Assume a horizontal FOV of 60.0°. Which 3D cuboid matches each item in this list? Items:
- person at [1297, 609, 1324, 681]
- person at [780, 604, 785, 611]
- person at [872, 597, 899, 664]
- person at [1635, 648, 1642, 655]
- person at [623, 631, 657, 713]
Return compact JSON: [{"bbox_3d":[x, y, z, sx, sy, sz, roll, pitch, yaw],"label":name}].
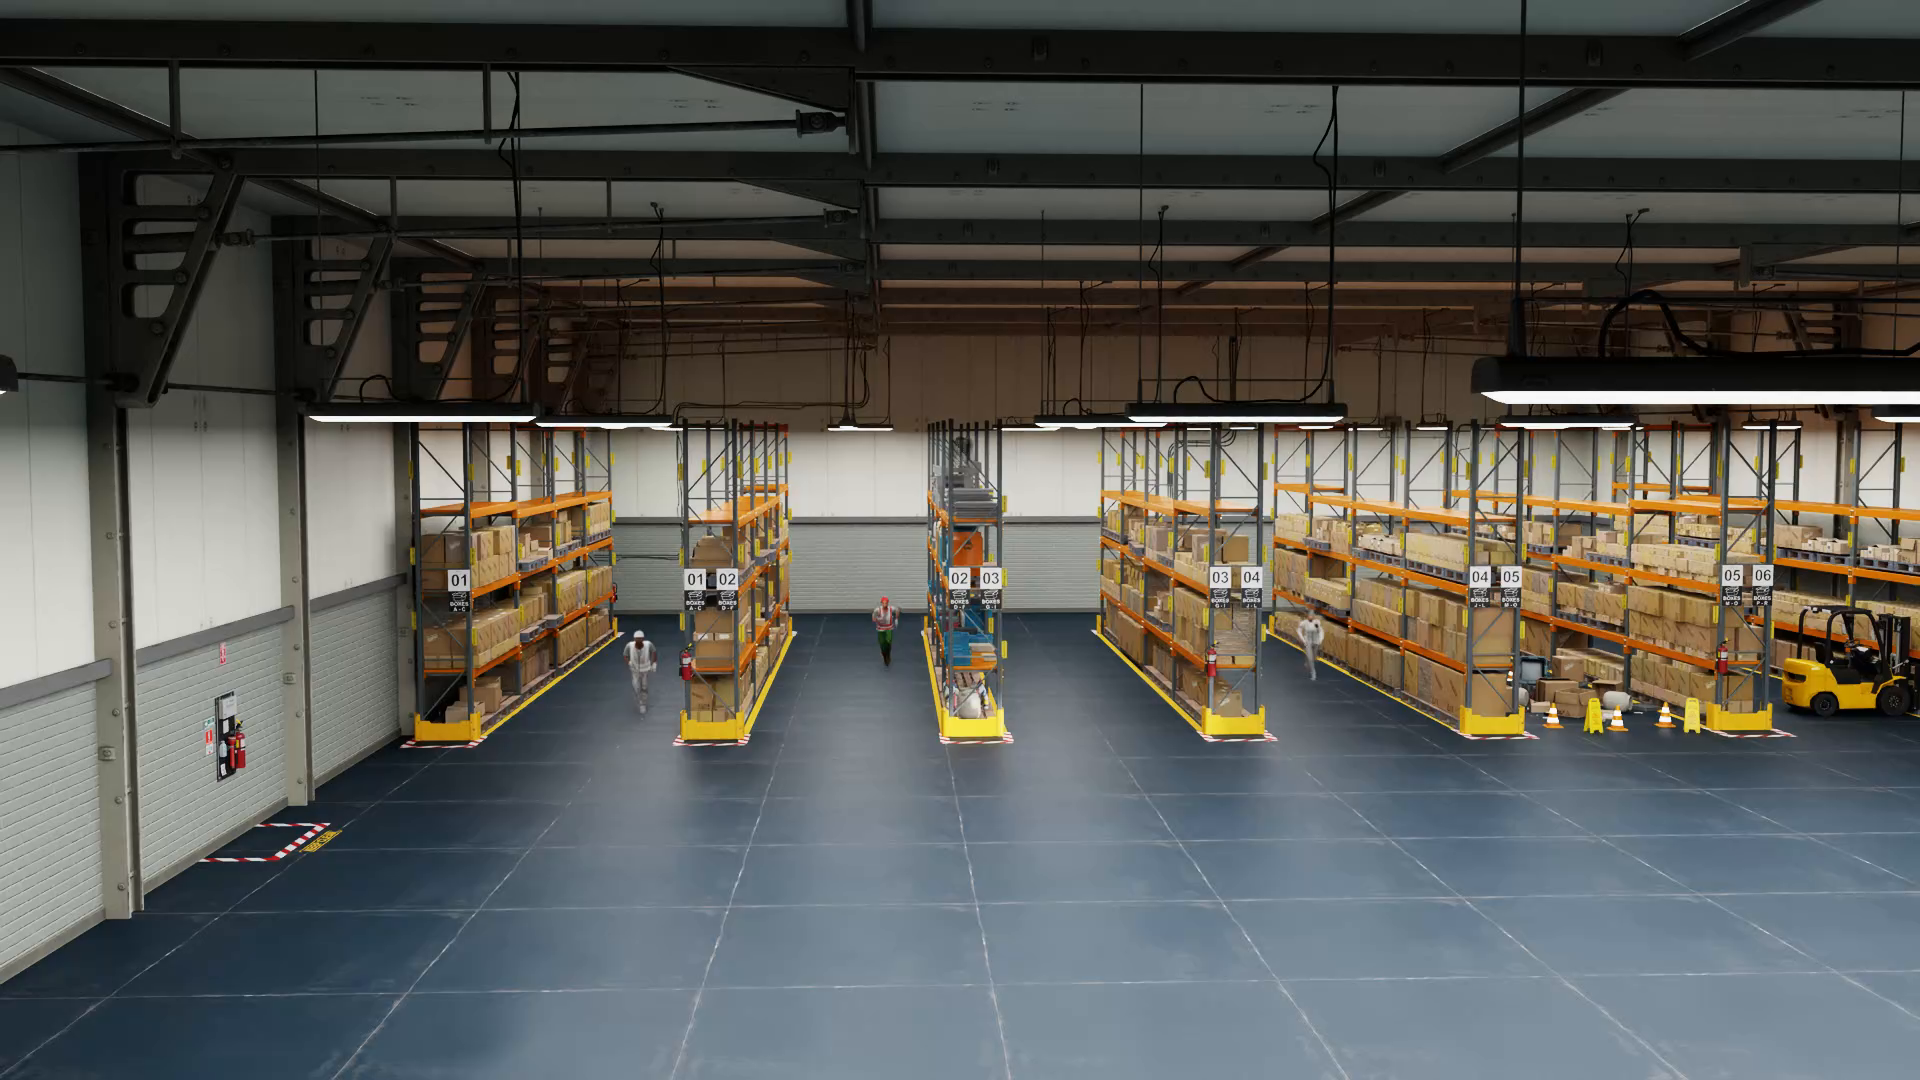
[{"bbox_3d":[8.197,2.432,38.942,0.626,1.678,0.873,0,4,-2],"label":"person"},{"bbox_3d":[-5.428,1.734,48.761,0.731,1.810,0.638,3,5,36],"label":"person"},{"bbox_3d":[-1.827,2.228,40.825,0.633,1.699,0.862,0,4,2],"label":"person"},{"bbox_3d":[16.603,2.269,40.218,0.661,1.823,0.716,0,4,-6],"label":"person"},{"bbox_3d":[-6.576,2.697,34.210,0.676,1.705,0.770,0,4,-4],"label":"person"}]
